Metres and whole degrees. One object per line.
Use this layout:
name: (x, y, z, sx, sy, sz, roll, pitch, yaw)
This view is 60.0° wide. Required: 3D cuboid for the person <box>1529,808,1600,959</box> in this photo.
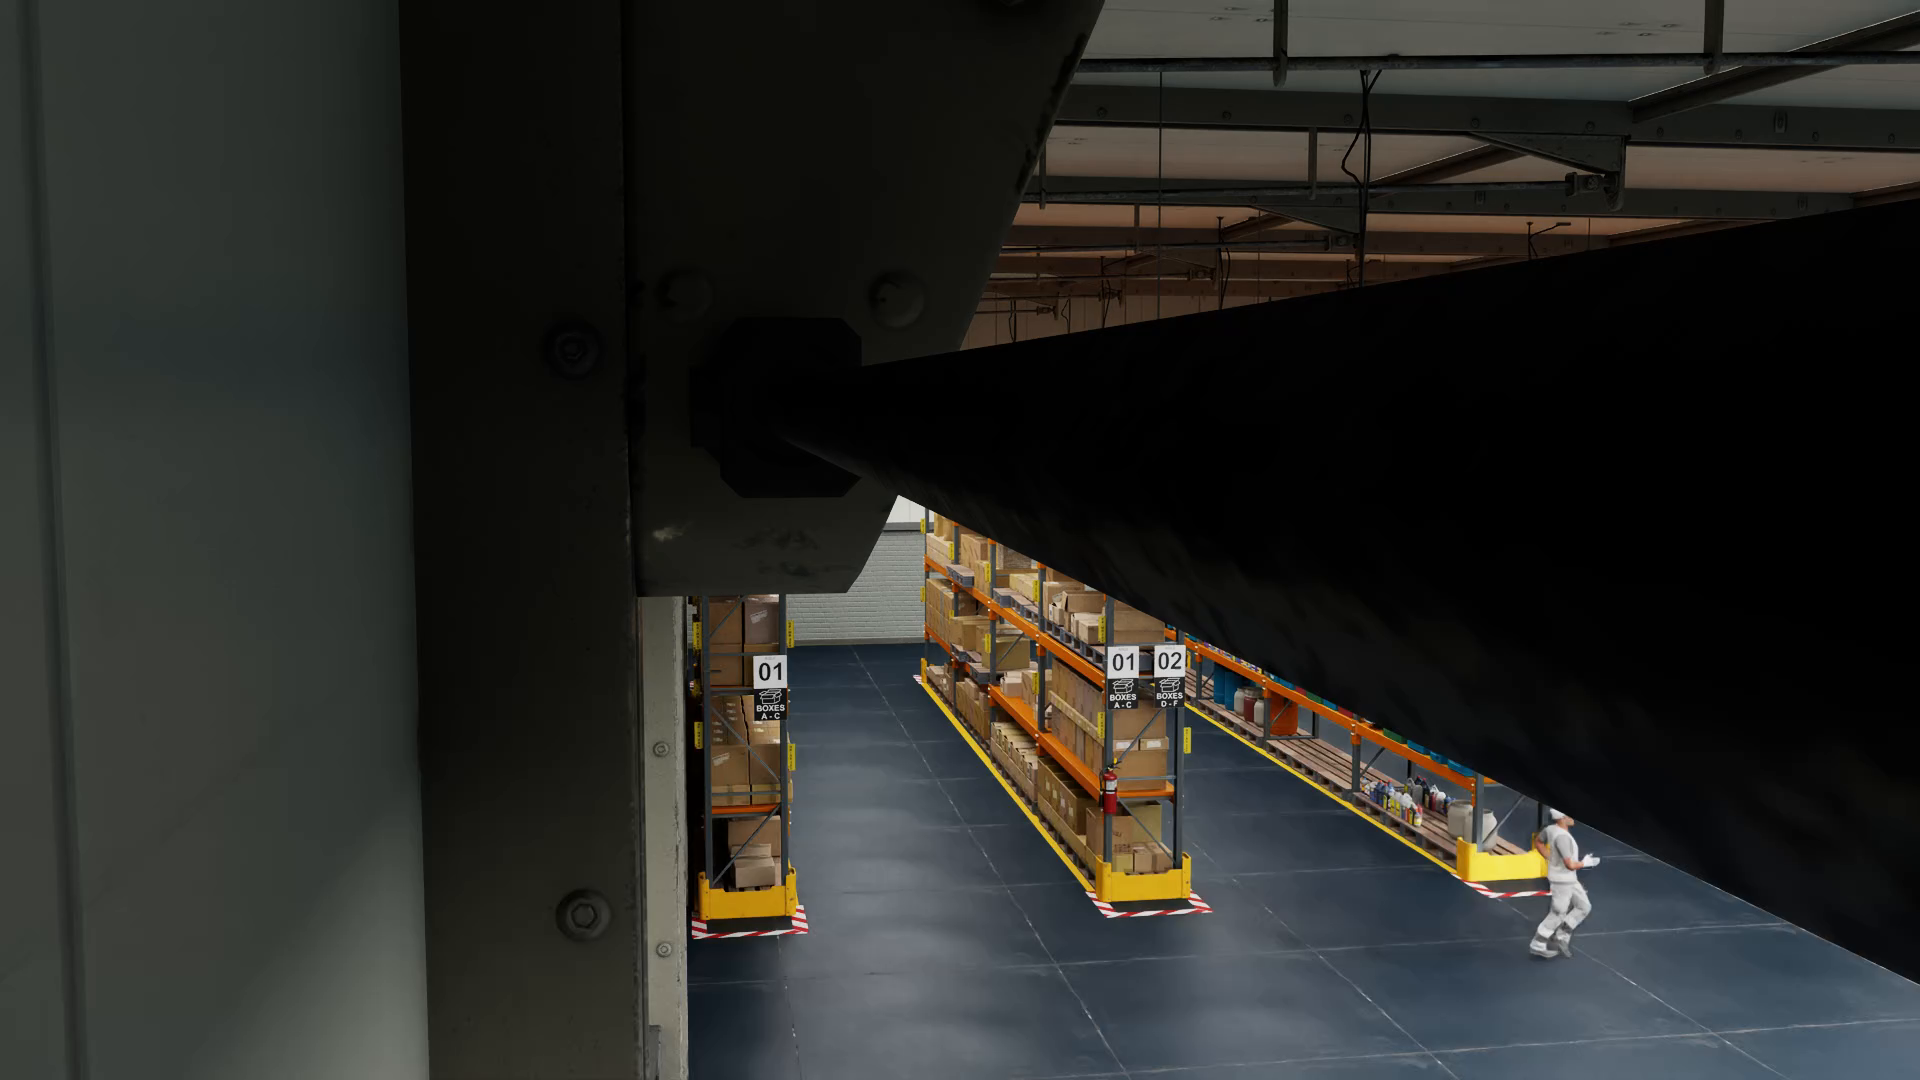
person: (6.739, 3.808, 18.524, 0.711, 1.793, 0.639, 2, 5, 17)
